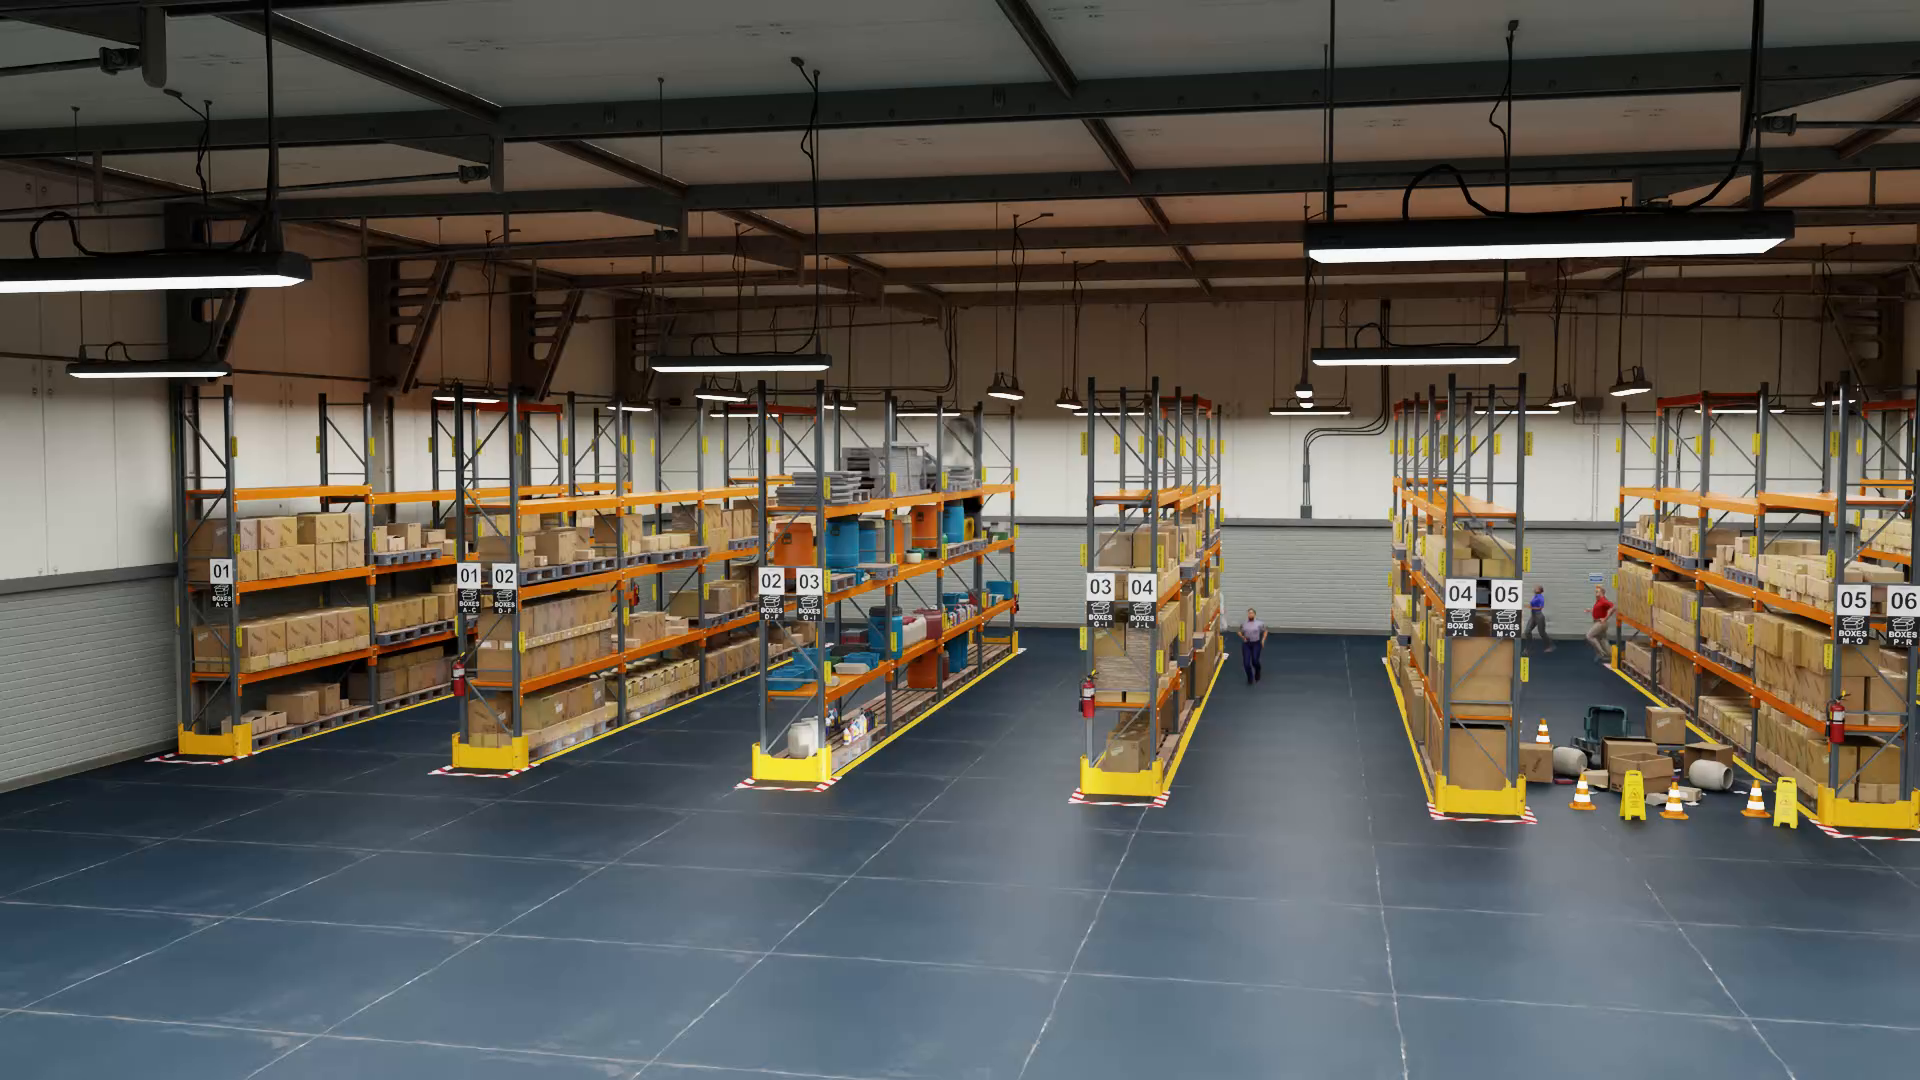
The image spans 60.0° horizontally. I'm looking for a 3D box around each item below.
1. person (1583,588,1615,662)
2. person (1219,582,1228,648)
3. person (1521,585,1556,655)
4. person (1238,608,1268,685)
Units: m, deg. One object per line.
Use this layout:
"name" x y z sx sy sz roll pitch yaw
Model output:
"person" 14.914 1.989 38.822 0.731 1.742 0.678 1 3 17
"person" 6.381 1.835 41.375 0.652 1.724 0.533 -2 4 -36
"person" 13.928 1.928 40.056 0.789 1.708 0.552 0 3 -8
"person" 6.129 2.248 34.947 0.600 1.608 0.530 1 3 19
